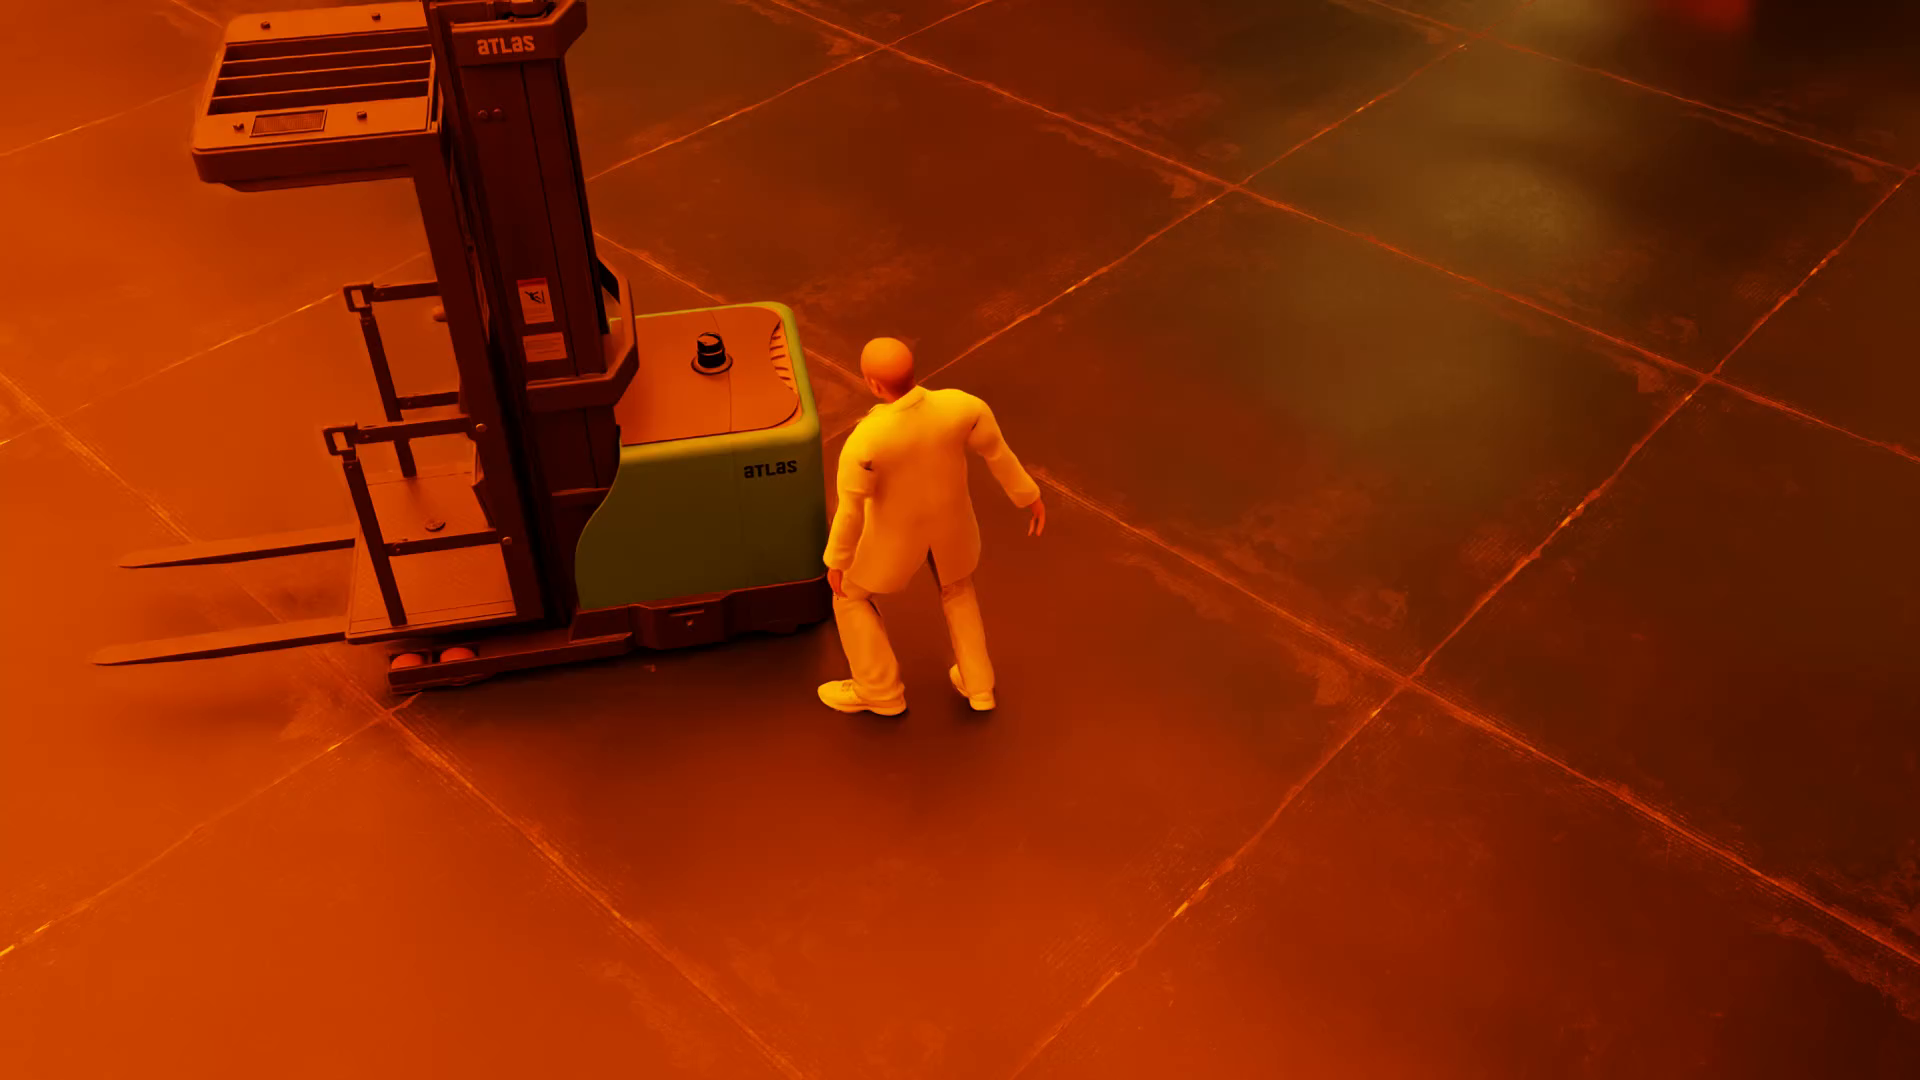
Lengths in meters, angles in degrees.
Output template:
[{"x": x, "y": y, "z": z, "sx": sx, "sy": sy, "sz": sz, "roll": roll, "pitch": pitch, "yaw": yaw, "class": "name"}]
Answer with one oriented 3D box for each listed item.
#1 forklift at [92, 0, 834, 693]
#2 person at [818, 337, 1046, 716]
[{"x": -2.111, "y": -0.853, "z": 6.422, "sx": 3.031, "sy": 2.935, "sz": 1.130, "roll": -8, "pitch": 41, "yaw": -9, "class": "forklift"}, {"x": -0.119, "y": -0.024, "z": 6.437, "sx": 0.935, "sy": 1.739, "sz": 0.585, "roll": -14, "pitch": 43, "yaw": -16, "class": "person"}]
